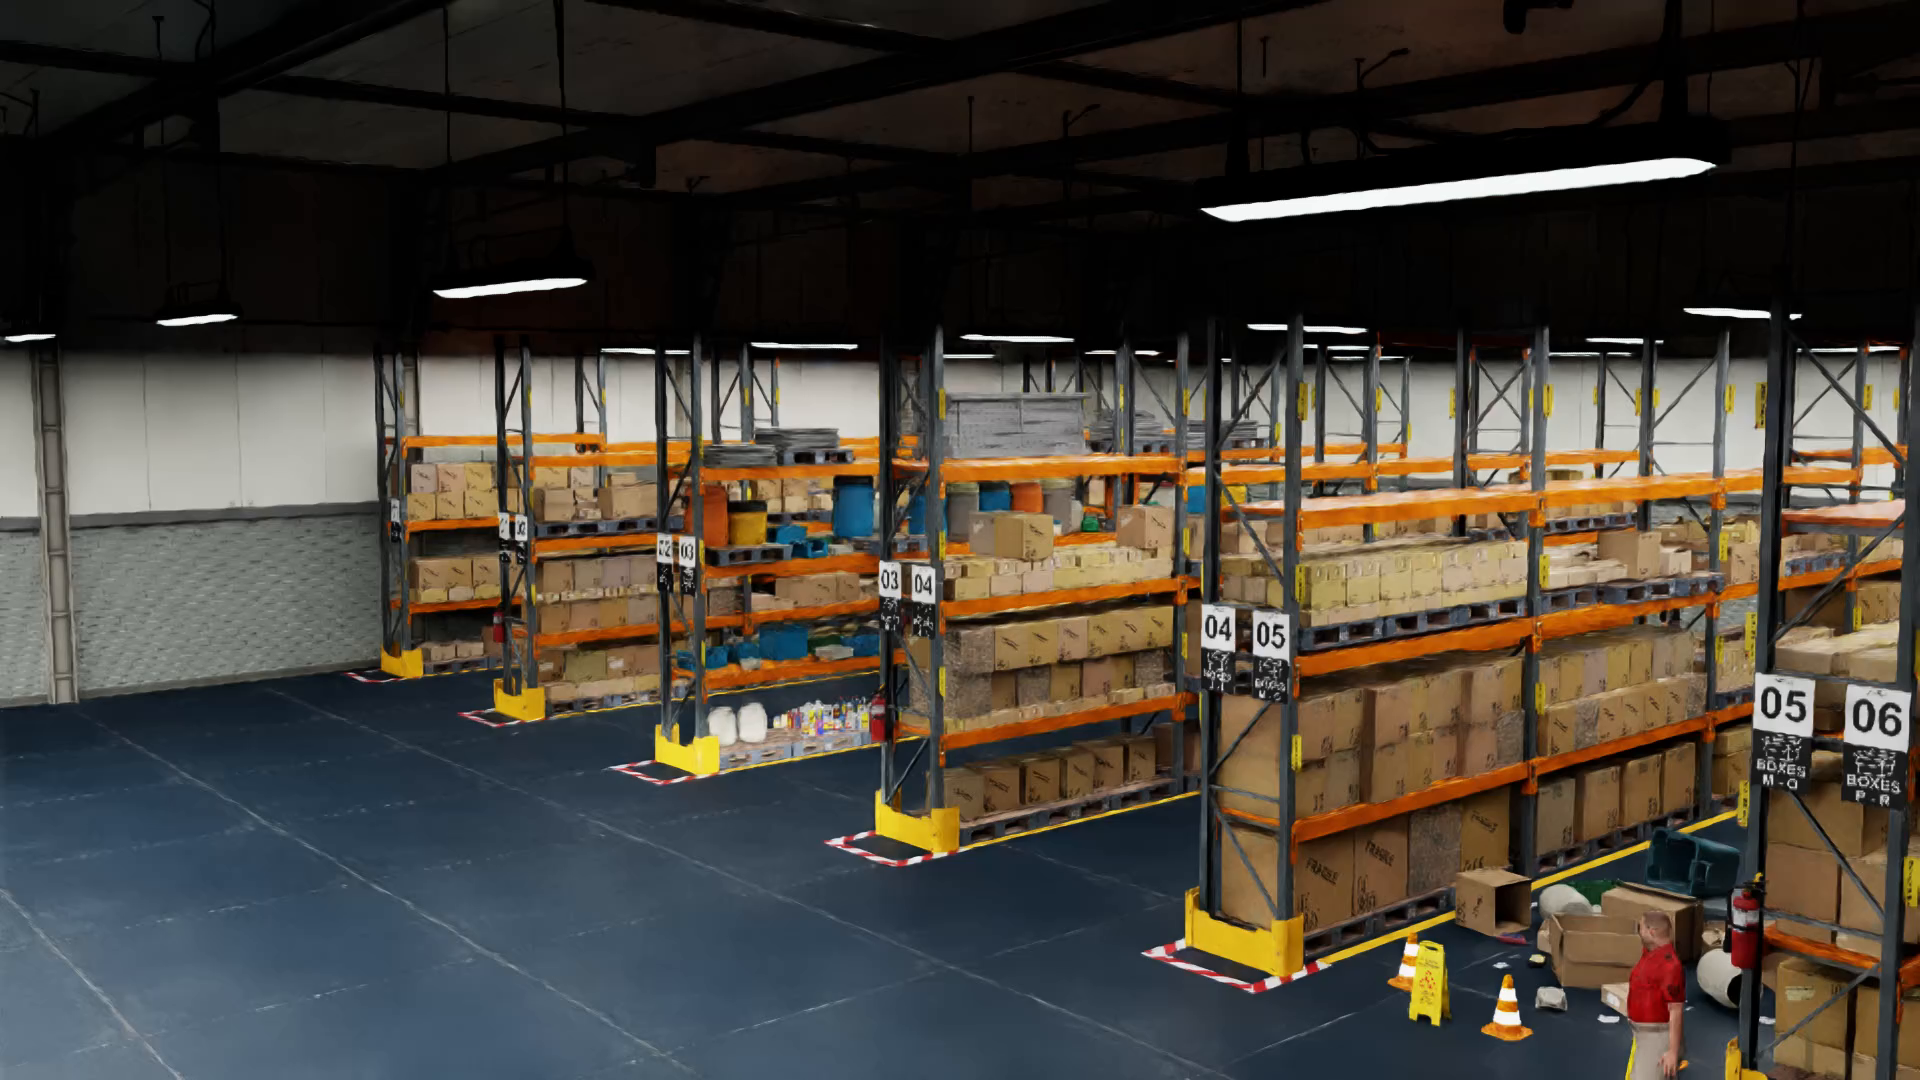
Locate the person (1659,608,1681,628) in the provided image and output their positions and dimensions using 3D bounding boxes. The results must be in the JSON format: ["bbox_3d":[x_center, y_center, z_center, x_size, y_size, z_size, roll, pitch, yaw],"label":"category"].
[{"bbox_3d":[13.162,1.524,30.719,0.611,1.717,0.569,1,5,15],"label":"person"}]

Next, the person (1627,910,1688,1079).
[{"bbox_3d":[4.618,3.304,10.960,0.439,1.717,0.647,1,5,13],"label":"person"}]
